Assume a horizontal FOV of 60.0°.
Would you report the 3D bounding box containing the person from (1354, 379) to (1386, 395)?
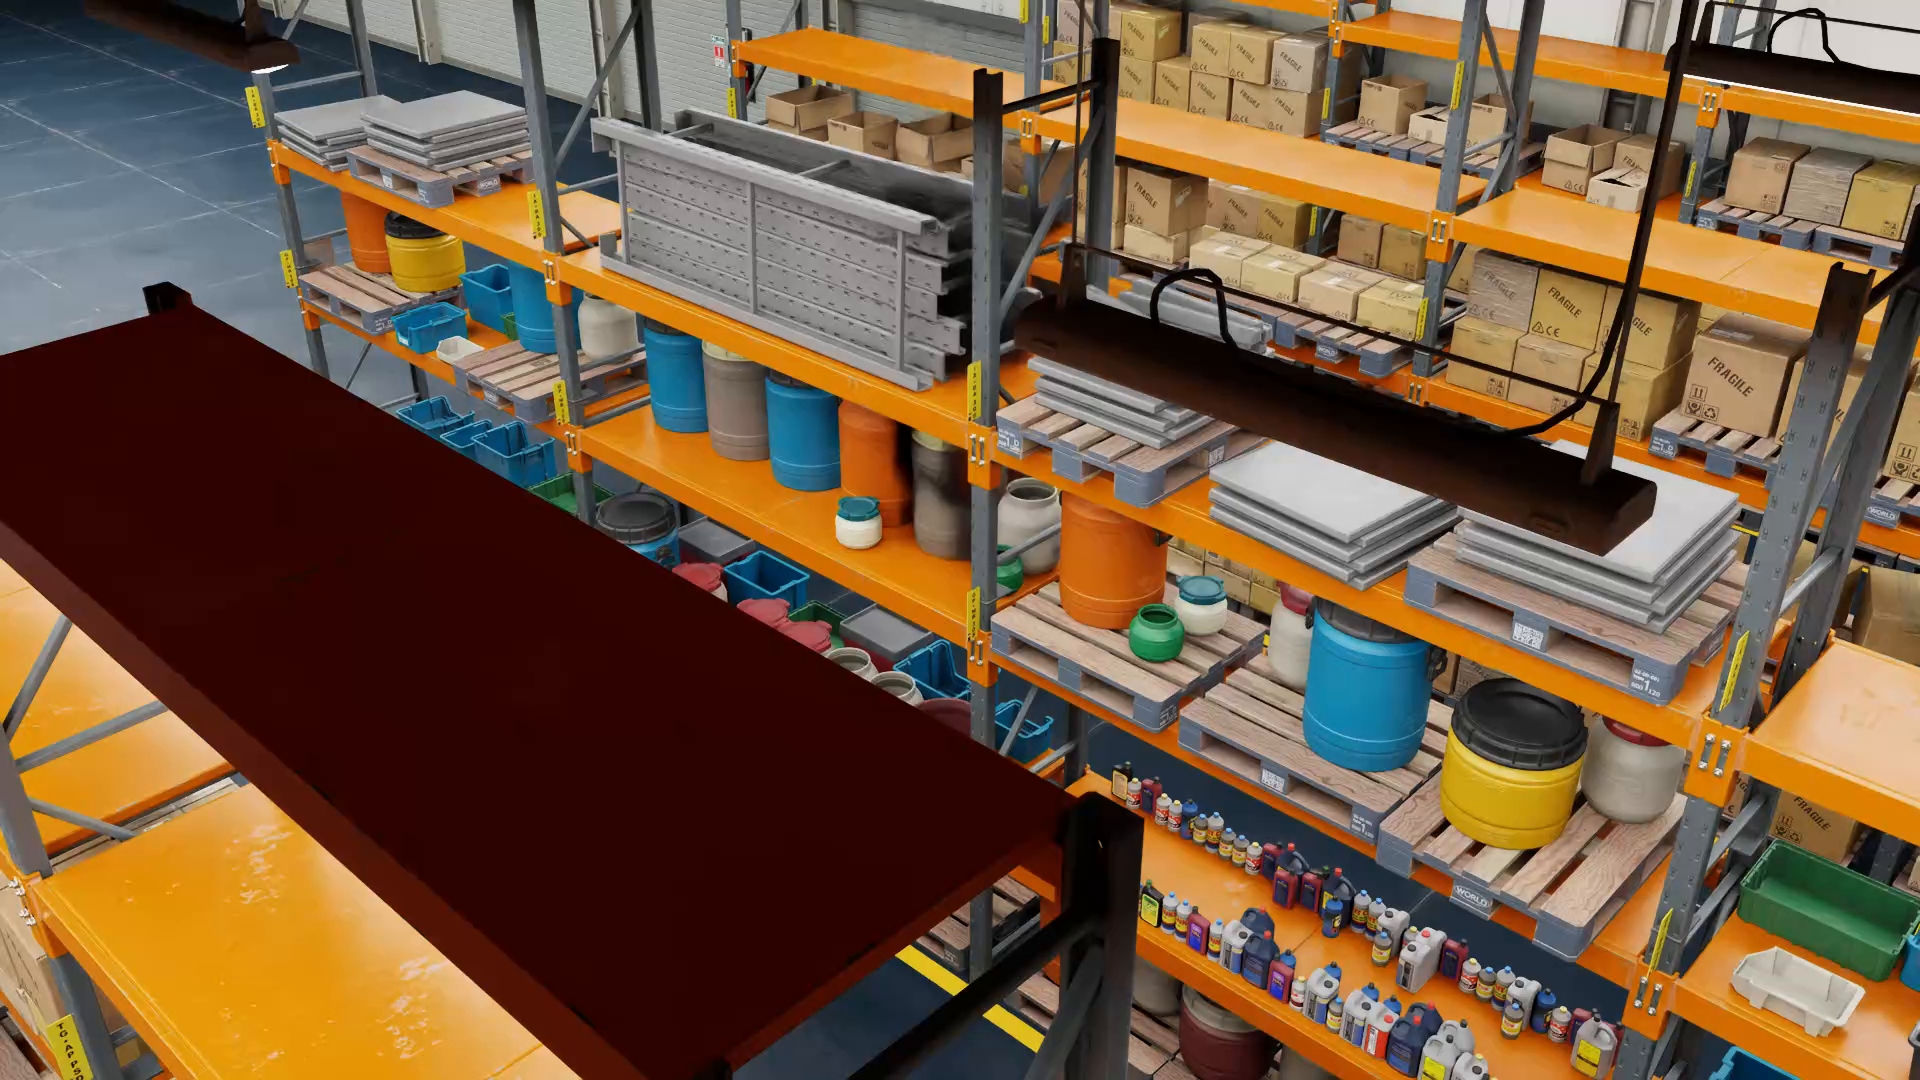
[{"bbox_3d":[3.825,-0.876,16.022,0.632,1.730,0.689,23,37,35],"label":"person"}]
